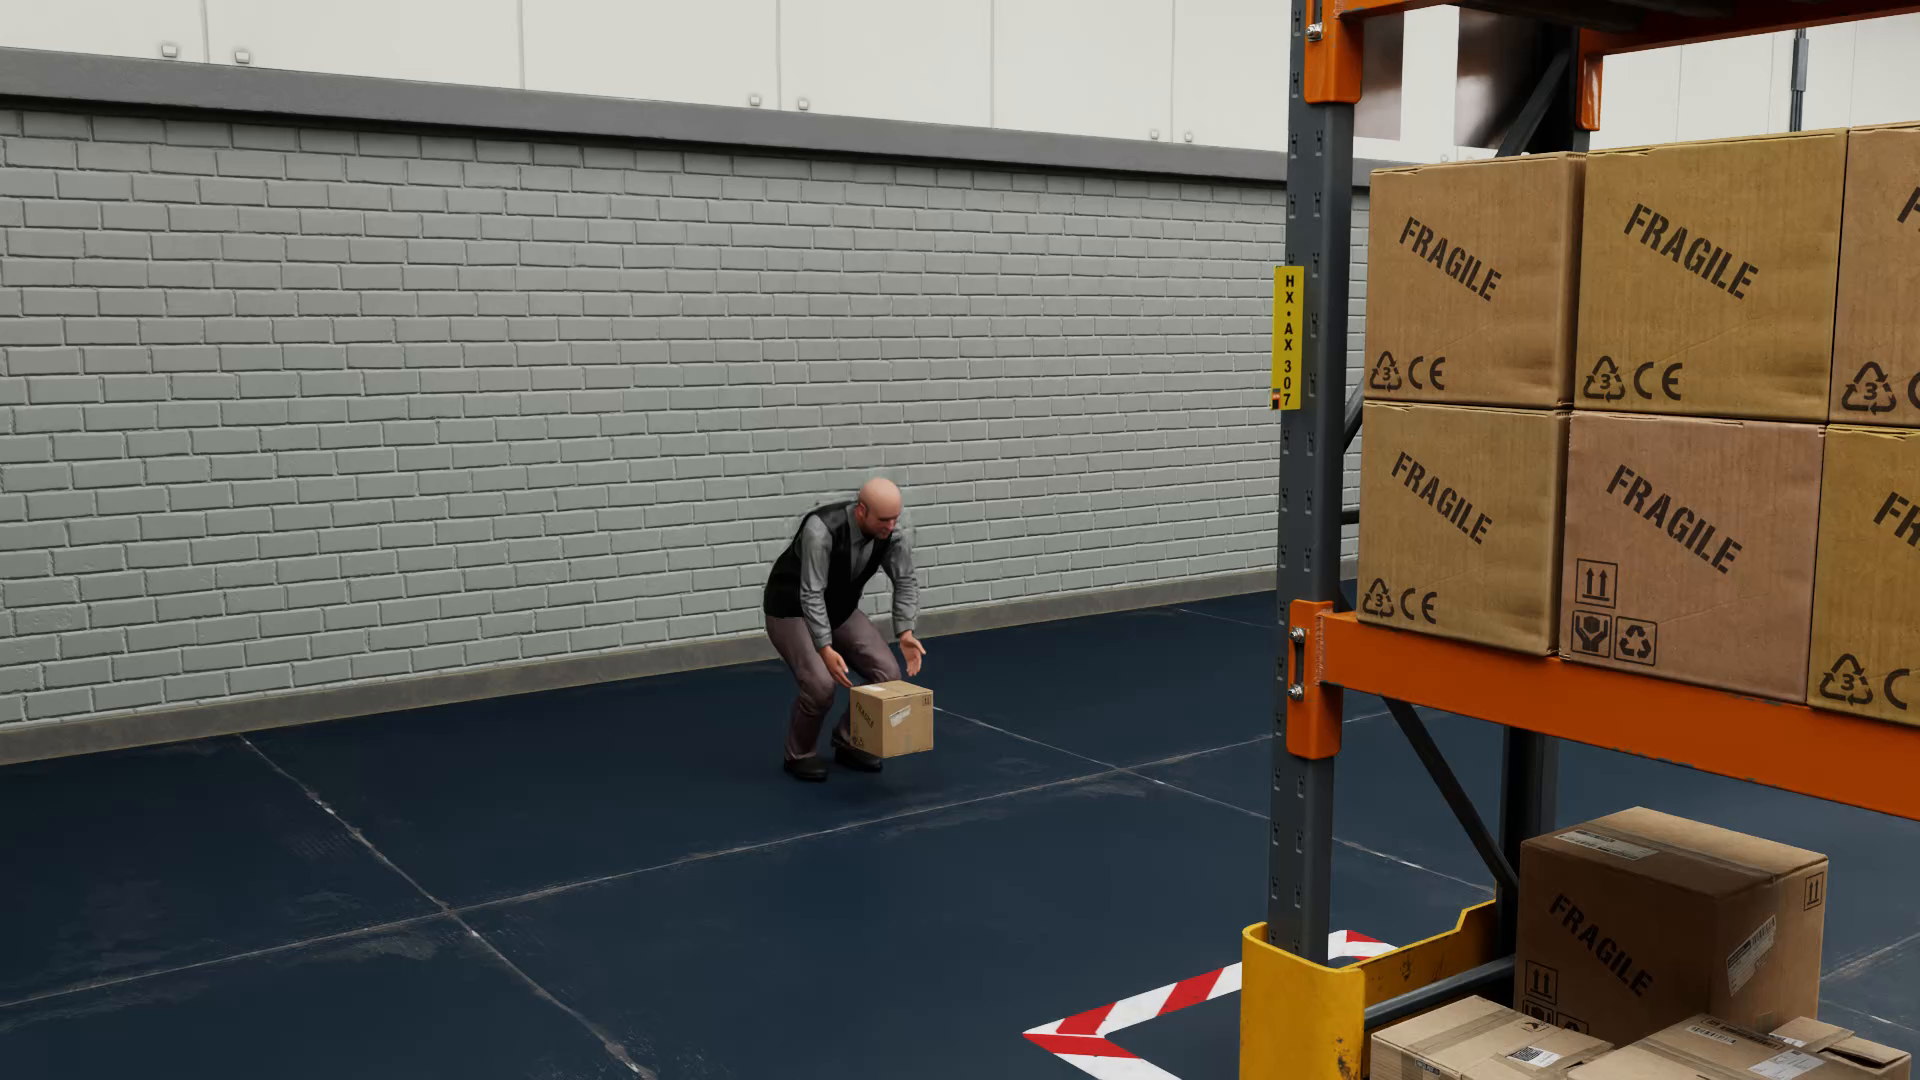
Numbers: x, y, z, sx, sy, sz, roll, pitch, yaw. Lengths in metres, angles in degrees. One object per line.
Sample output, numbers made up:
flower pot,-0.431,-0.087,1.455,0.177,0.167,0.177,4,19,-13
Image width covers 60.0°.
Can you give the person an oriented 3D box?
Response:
person,-0.502,0.375,7.221,0.590,1.298,0.754,-6,10,-36
